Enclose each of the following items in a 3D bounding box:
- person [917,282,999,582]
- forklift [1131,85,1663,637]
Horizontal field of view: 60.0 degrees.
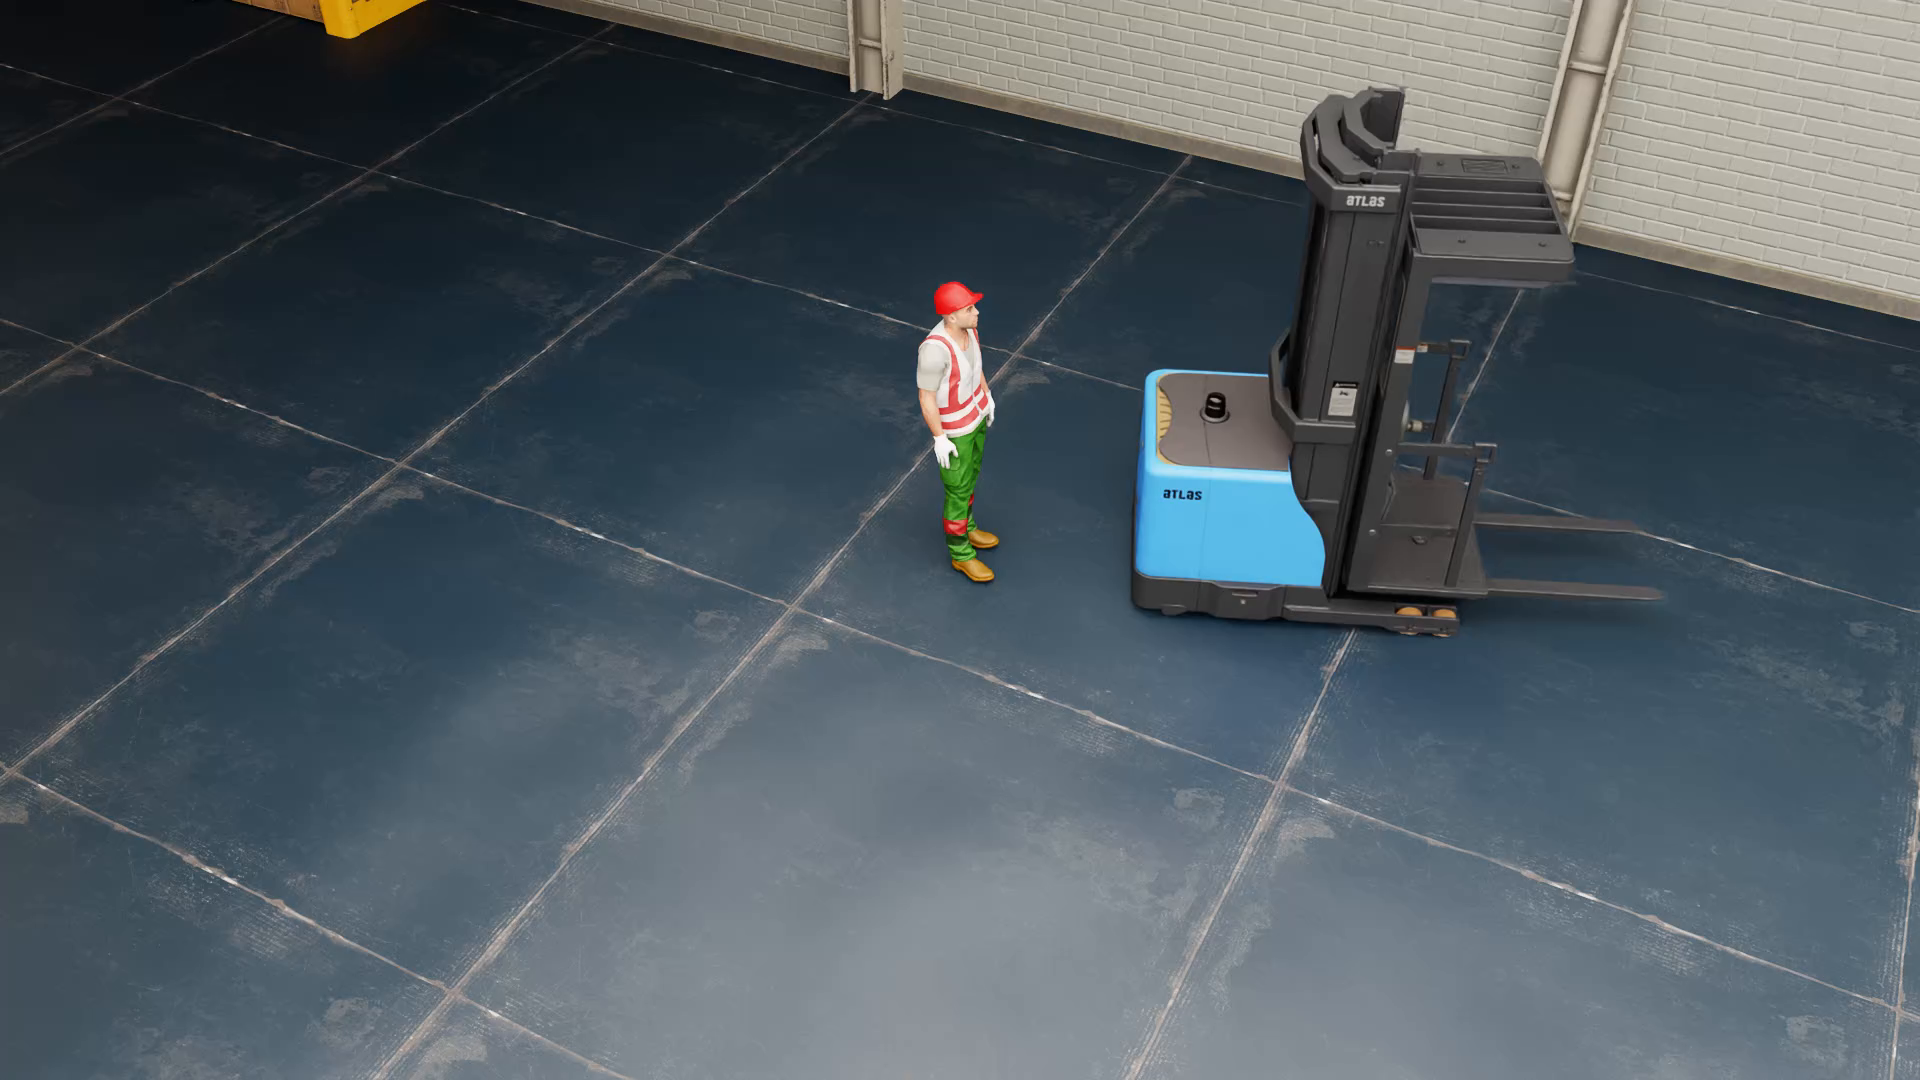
[{"bbox_3d":[0.066,-0.659,9.645,0.562,1.787,0.638,18,43,21],"label":"person"},{"bbox_3d":[2.549,-0.920,9.079,3.031,2.935,1.130,3,40,4],"label":"forklift"}]
